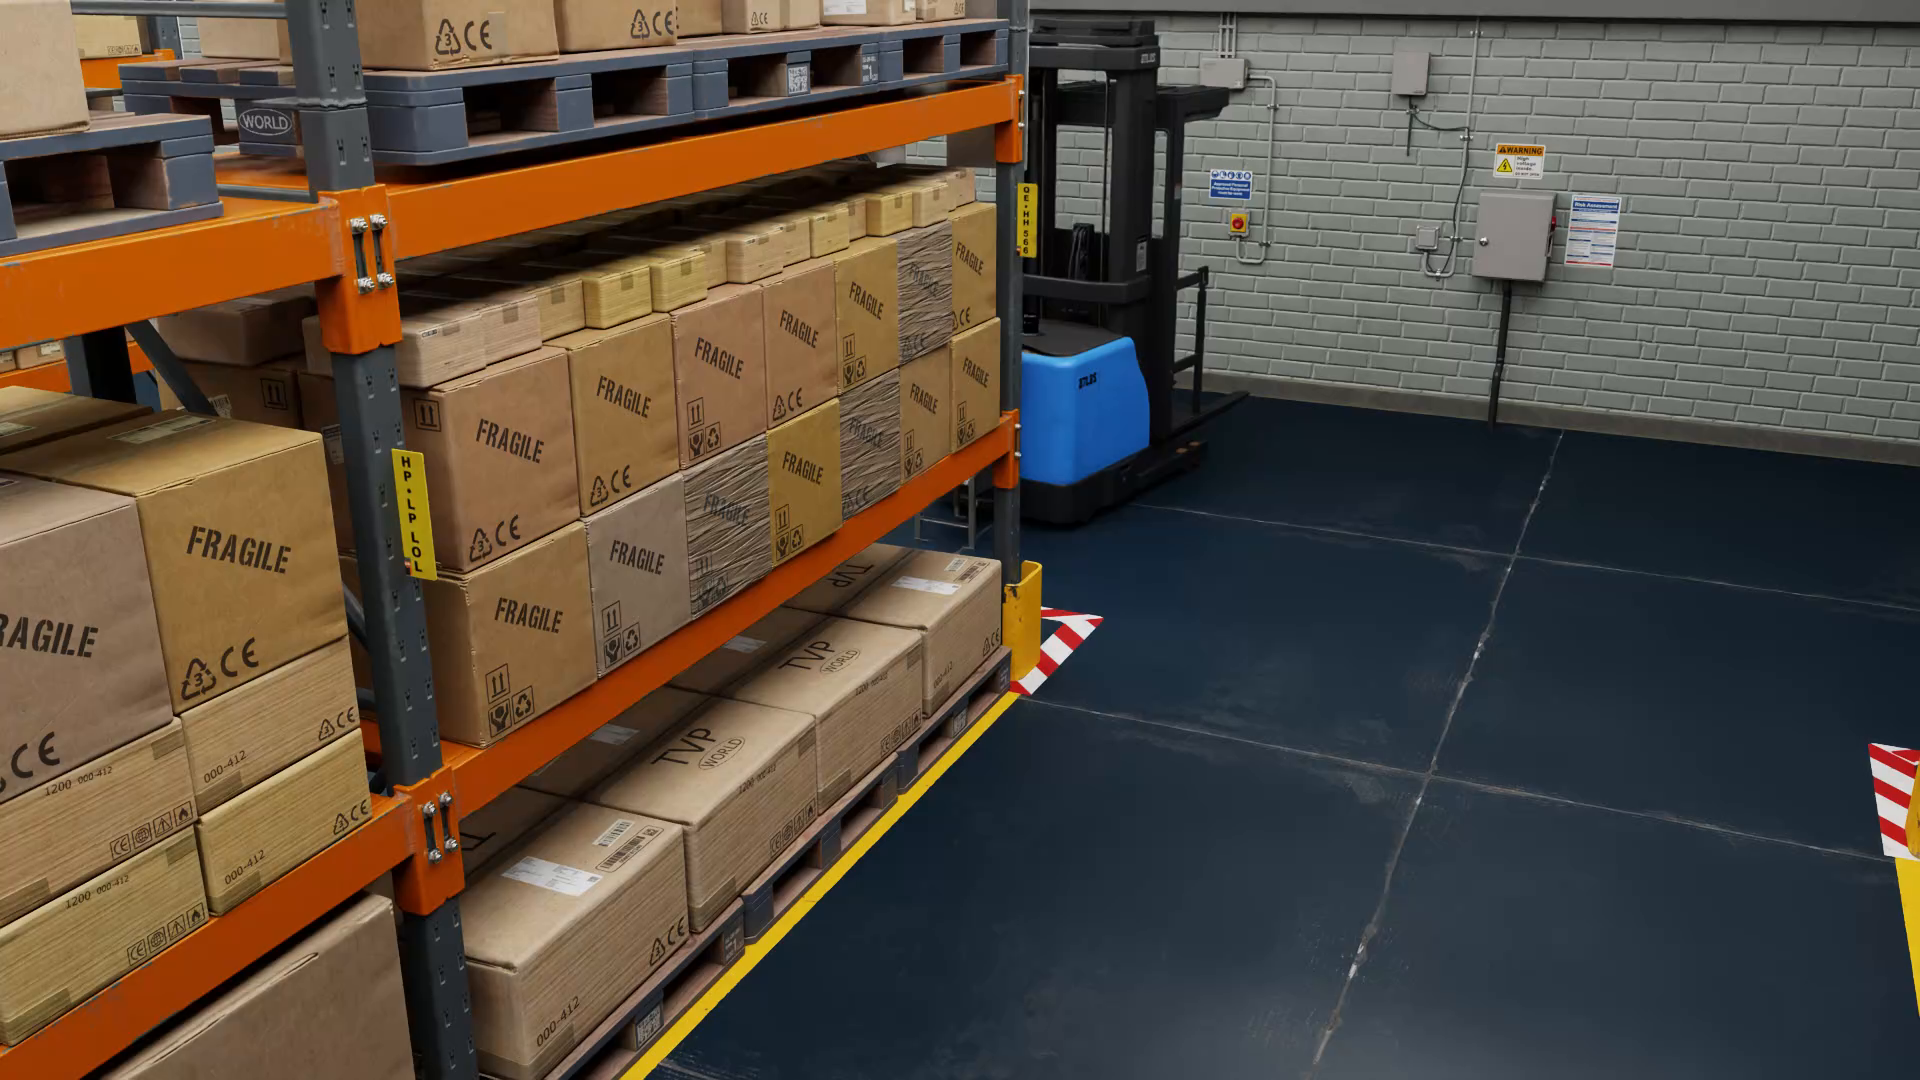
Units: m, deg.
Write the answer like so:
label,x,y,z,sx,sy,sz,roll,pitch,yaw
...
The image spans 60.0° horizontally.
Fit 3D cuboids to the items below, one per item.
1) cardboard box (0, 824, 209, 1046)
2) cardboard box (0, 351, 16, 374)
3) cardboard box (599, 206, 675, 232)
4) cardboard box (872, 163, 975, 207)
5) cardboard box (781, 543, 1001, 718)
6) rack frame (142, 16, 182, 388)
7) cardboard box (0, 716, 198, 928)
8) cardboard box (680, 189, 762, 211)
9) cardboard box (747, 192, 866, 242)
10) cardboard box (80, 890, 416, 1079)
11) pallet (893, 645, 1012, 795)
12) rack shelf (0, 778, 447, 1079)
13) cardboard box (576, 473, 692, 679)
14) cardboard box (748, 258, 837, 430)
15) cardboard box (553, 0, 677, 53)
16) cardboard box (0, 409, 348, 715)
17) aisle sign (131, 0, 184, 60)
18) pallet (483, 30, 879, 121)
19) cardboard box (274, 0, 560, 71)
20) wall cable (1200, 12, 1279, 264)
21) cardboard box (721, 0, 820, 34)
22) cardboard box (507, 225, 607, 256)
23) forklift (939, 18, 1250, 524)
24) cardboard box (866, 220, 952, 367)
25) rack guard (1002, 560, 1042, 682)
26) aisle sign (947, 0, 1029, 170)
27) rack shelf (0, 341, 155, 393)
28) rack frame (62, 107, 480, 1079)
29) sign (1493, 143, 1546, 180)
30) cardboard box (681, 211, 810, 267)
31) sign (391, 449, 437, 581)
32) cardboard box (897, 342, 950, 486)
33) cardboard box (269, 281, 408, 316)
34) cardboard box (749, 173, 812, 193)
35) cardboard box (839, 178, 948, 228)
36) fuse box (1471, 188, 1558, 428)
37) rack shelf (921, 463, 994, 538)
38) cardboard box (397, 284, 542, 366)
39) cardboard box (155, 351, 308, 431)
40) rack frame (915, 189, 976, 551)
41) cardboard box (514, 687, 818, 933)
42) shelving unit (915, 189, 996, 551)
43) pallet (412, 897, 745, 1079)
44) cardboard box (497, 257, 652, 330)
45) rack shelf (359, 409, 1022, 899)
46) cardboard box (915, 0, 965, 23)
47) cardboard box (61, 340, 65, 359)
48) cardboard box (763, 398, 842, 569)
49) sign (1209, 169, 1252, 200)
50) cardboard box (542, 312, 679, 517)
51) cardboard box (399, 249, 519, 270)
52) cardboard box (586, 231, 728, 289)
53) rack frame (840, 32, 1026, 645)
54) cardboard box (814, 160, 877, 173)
label,x,y,z,sx,sy,sz,roll,pitch,yaw
cardboard box,-1.994,0.774,3.539,0.500,0.250,0.500,8,21,22
cardboard box,-5.069,-0.931,8.484,0.380,0.149,0.250,8,21,20
cardboard box,-1.264,-1.131,6.064,0.380,0.149,0.250,8,21,21
cardboard box,-0.157,-1.533,7.193,0.380,0.149,0.250,9,21,23
cardboard box,-0.372,0.378,7.625,0.875,0.438,0.875,8,21,21
rack frame,-4.750,-1.495,9.695,1.000,3.000,0.127,9,21,23
cardboard box,-1.988,0.533,3.470,0.500,0.250,0.500,9,22,24
cardboard box,-0.995,-1.276,6.470,0.380,0.149,0.250,9,21,23
cardboard box,-0.581,-1.220,6.313,0.380,0.149,0.250,8,21,22
cardboard box,-2.012,1.380,4.156,0.875,0.875,0.875,9,22,24
pallet,-0.449,0.723,7.622,1.003,0.211,1.213,9,21,23
rack shelf,-2.650,1.327,2.835,1.077,0.370,4.000,9,21,23
cardboard box,-1.190,0.069,5.150,0.500,0.500,0.500,9,21,23
cardboard box,-0.774,-0.717,5.866,0.500,0.500,0.500,8,21,22
cardboard box,-1.308,-1.747,4.998,0.797,0.503,0.637,10,22,27
cardboard box,-1.785,0.029,3.769,0.500,0.500,0.500,9,22,24
aisle sign,-4.447,-2.701,9.206,0.394,0.787,0.004,9,21,23
pallet,-0.985,-1.615,5.690,1.003,0.211,1.213,9,21,23
cardboard box,-1.398,-1.480,4.252,0.500,0.500,0.500,9,21,24
wall cable,2.095,-3.067,12.552,0.585,1.953,0.123,9,21,23
cardboard box,-0.852,-2.012,6.030,0.500,0.311,0.500,9,21,24
cardboard box,-1.414,-0.967,5.603,0.380,0.149,0.250,8,21,22
forklift,1.049,-1.917,10.986,1.130,2.935,3.031,13,23,32
cardboard box,-0.360,-1.021,6.721,0.500,0.500,0.500,9,21,23
rack guard,-0.183,0.324,8.312,1.175,0.500,0.348,9,21,23
aisle sign,0.119,-2.051,7.379,0.394,0.787,0.004,9,21,23
rack shelf,-5.569,-0.544,8.096,1.077,0.370,4.000,9,21,23
rack frame,-1.831,0.376,4.434,1.000,3.000,0.127,9,21,23
sign,3.986,-2.700,11.853,0.339,0.242,0.001,9,21,23
cardboard box,-0.754,-1.058,5.857,0.380,0.149,0.250,9,22,24
sign,-1.332,-0.060,4.052,0.100,0.325,0.005,9,21,23
cardboard box,-0.368,-0.558,6.913,0.500,0.500,0.500,8,21,22
cardboard box,-1.788,-0.651,4.713,0.380,0.149,0.250,9,22,24
cardboard box,-0.844,-1.446,6.949,0.380,0.149,0.250,9,22,24
cardboard box,-0.268,-1.362,6.711,0.380,0.149,0.250,8,21,22
fuse box,3.951,-1.633,12.008,0.539,1.711,0.414,9,21,23
rack shelf,0.026,-0.357,9.970,0.431,0.518,0.480,10,22,27
cardboard box,-1.375,-0.589,4.538,0.380,0.149,0.250,9,21,24
cardboard box,-1.890,-0.324,4.762,0.500,0.500,0.500,8,21,22
rack frame,-0.091,-0.958,9.529,0.400,2.100,0.015,10,22,27
cardboard box,-1.110,0.935,6.061,0.875,0.438,0.875,8,21,21
shelving unit,0.026,-1.030,9.731,0.431,2.100,0.503,10,22,27
pallet,-1.448,1.469,5.524,1.003,0.211,1.213,9,21,23
cardboard box,-1.151,-0.740,4.965,0.380,0.149,0.250,8,21,22
rack shelf,-1.012,0.104,6.273,1.077,0.370,4.000,9,21,23
cardboard box,-0.295,-2.284,6.886,0.500,0.250,0.500,7,21,18
cardboard box,-4.851,-1.088,8.927,0.380,0.149,0.250,8,21,22
cardboard box,-0.770,-0.240,6.018,0.500,0.500,0.500,9,22,24
sign,2.076,-2.726,12.754,0.327,0.218,0.001,9,21,23
cardboard box,-1.203,-0.408,4.997,0.500,0.500,0.500,8,21,22
cardboard box,-1.590,-0.806,5.148,0.380,0.149,0.250,8,21,22
cardboard box,-0.988,-0.906,5.429,0.380,0.149,0.250,8,21,23
rack frame,-0.193,-0.846,7.872,1.000,3.000,0.127,9,21,23
cardboard box,-0.591,-1.600,7.381,0.380,0.149,0.250,9,21,24
